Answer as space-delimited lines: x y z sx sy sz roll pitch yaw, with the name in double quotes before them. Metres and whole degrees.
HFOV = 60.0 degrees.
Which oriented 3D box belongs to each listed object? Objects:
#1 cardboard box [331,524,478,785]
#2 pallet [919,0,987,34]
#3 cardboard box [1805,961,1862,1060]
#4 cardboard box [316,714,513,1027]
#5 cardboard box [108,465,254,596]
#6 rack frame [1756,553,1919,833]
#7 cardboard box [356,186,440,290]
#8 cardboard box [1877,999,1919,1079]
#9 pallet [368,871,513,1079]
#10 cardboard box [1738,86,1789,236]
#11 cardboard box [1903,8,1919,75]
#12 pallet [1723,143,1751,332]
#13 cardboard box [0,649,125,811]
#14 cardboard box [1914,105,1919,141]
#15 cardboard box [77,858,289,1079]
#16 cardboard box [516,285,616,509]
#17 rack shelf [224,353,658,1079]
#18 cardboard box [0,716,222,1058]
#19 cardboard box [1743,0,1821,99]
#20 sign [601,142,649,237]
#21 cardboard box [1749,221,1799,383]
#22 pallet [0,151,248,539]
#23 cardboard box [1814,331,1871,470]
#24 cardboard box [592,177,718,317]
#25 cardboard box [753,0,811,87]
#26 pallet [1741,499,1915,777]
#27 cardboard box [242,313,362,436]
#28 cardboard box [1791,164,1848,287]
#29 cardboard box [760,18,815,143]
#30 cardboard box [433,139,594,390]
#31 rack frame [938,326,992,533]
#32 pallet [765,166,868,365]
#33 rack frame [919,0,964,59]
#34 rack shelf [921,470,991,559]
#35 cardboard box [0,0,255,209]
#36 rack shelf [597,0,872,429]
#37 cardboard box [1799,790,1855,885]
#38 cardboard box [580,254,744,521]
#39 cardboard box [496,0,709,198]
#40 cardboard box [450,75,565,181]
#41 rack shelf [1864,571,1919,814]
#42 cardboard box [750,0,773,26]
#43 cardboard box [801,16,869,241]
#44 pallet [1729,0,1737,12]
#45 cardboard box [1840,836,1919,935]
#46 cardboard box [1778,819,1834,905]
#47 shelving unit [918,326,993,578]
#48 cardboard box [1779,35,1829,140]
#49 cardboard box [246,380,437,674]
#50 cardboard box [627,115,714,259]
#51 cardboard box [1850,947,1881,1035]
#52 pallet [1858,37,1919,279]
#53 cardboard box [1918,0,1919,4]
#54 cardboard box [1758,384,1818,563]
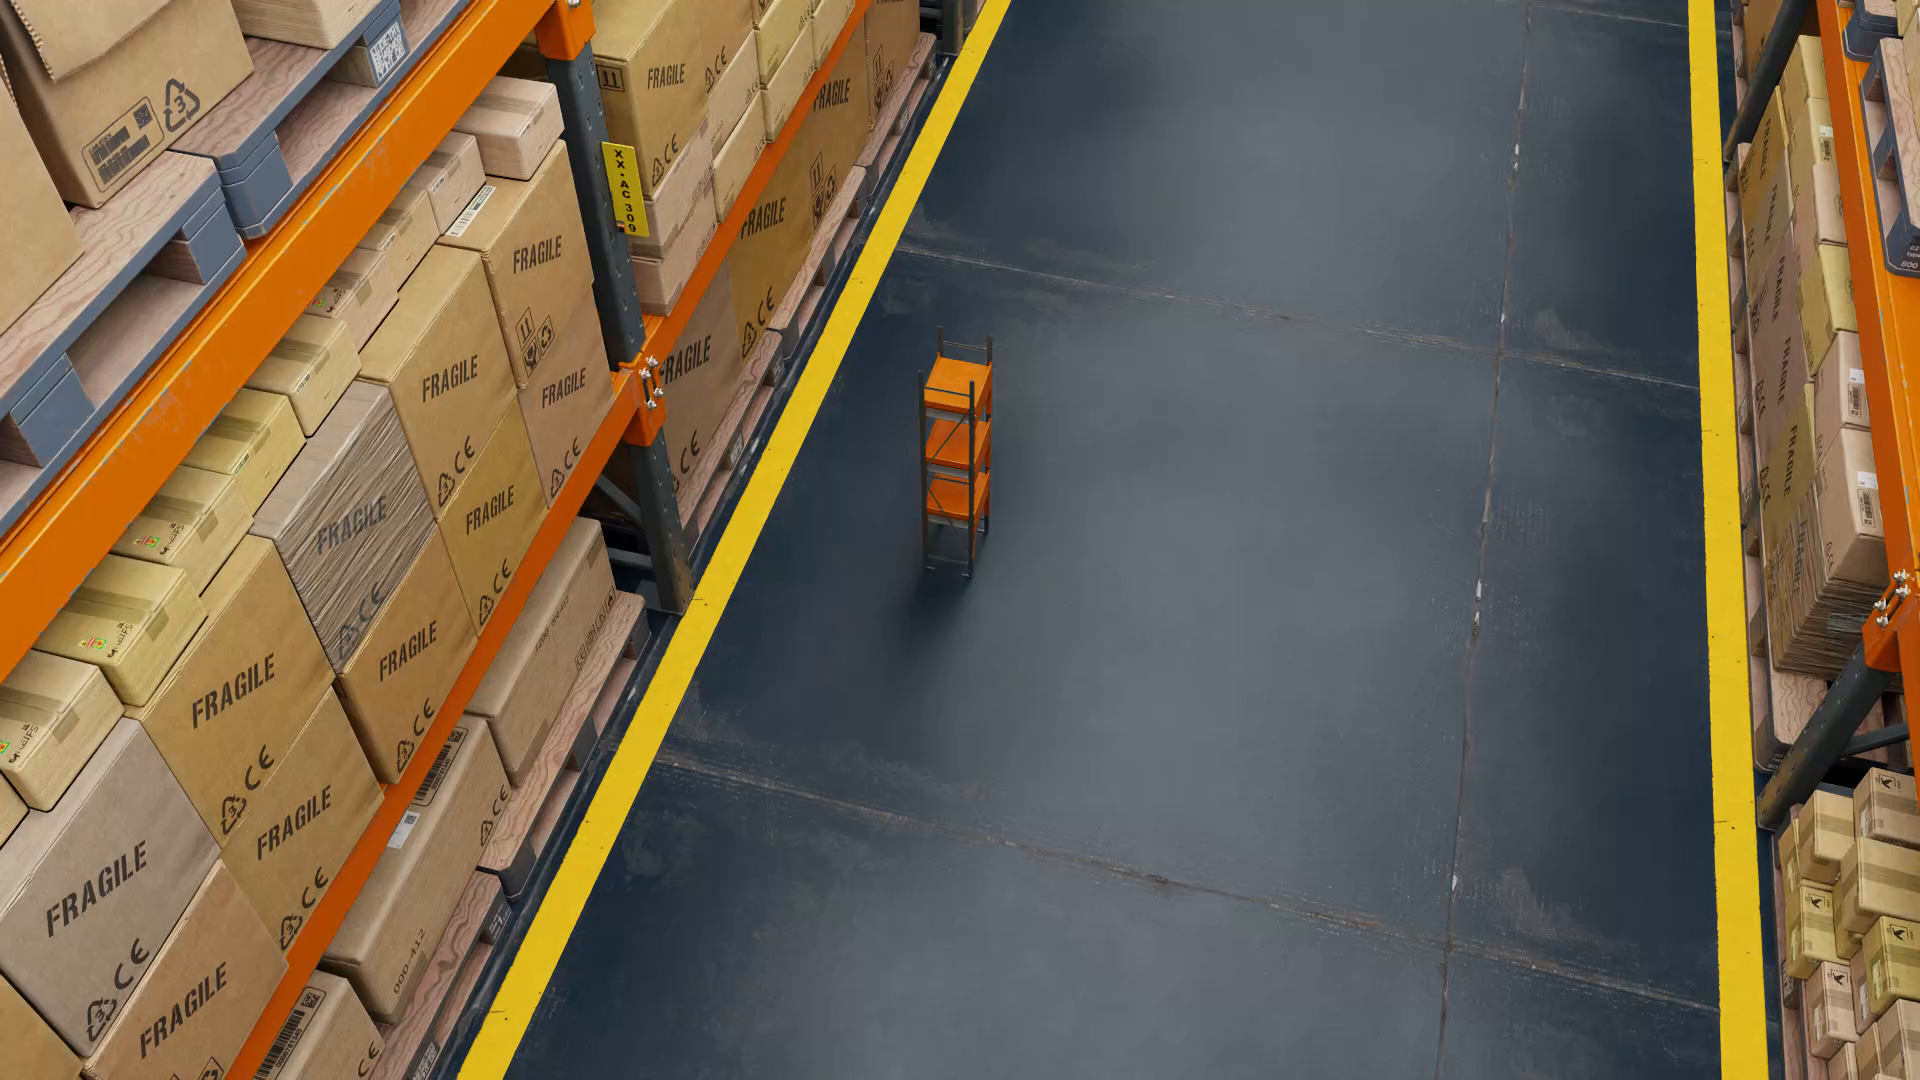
"cardboard box" -1.656 0.256 4.376 0.500 0.500 0.500 11 49 9
"pallet" -0.272 -3.373 9.505 1.003 0.211 1.213 12 50 10
"cardboard box" 2.779 1.454 5.007 0.380 0.149 0.250 11 50 10
"cardboard box" -2.036 0.952 5.256 0.875 0.438 0.875 10 49 9
"cardboard box" -1.753 -0.037 3.535 0.380 0.149 0.250 12 50 10
"rack frame" 3.270 0.067 4.609 1.000 3.000 0.127 12 50 10
"cardboard box" -1.555 -0.782 4.192 0.380 0.149 0.250 12 50 10
"cardboard box" 2.784 1.456 4.608 0.380 0.149 0.250 10 49 9
"pallet" -2.127 1.506 5.199 1.003 0.211 1.213 12 50 10
"cardboard box" 3.891 -1.677 7.535 0.500 0.500 0.500 10 49 8
"cardboard box" 3.732 -1.821 6.163 0.380 0.149 0.250 13 50 11
"pallet" 4.116 -1.339 7.710 1.003 0.211 1.213 12 50 10
"cardboard box" -1.868 0.340 3.202 0.380 0.149 0.250 12 50 10
"cardboard box" 3.594 -1.451 5.837 0.380 0.149 0.250 10 49 9
"cardboard box" -1.924 0.997 3.722 0.500 0.500 0.500 11 50 10
"cardboard box" -1.407 -0.484 5.029 0.500 0.500 0.500 12 50 10
"rack shelf" -2.058 0.848 4.400 1.077 0.370 4.000 12 50 10
"cardboard box" -1.926 0.652 3.359 0.500 0.500 0.500 11 50 10
"cardboard box" 4.570 -2.644 8.222 1.050 0.750 0.750 11 49 10
"sign" -0.996 -1.041 4.957 0.100 0.325 0.005 12 50 10
"cardboard box" 3.631 -0.941 6.885 0.500 0.500 0.500 10 49 9
"pallet" -2.080 -0.331 3.019 1.003 0.211 1.213 12 50 10
"cardboard box" 3.371 -0.451 5.953 0.500 0.250 0.500 14 50 12
"cardboard box" -1.161 -1.054 5.698 0.500 0.250 0.500 11 49 9
"cardboard box" -0.875 -1.958 6.163 0.500 0.250 0.500 12 50 11
"pallet" 3.474 0.426 6.152 1.003 0.211 1.213 12 50 10
"cardboard box" -1.635 -0.408 3.862 0.380 0.149 0.250 11 50 10
"cardboard box" 3.632 -1.213 6.626 0.500 0.250 0.500 12 50 10
"cardboard box" -0.876 -1.796 6.353 0.500 0.250 0.500 11 50 10
"cardboard box" -1.390 -0.805 4.645 0.500 0.500 0.500 11 50 10
"rack frame" 0.018 -0.397 6.319 0.200 1.050 0.008 12 50 10
"pallet" -1.082 -1.373 7.739 1.003 0.211 1.213 12 50 10
"rack frame" -0.479 -3.730 7.961 1.000 3.000 0.127 12 50 10
"rack shelf" -0.014 -0.118 6.457 0.215 0.259 0.240 12 50 10
"cardboard box" -1.856 -1.054 3.182 0.797 0.503 0.637 15 50 13
"rack shelf" -1.005 -2.046 6.953 1.077 0.370 4.000 12 50 10
"cardboard box" 2.866 0.972 5.234 0.380 0.149 0.250 14 50 12
"cardboard box" -1.446 -0.737 6.456 0.875 0.875 0.875 13 50 11
"cardboard box" -1.139 -1.463 5.225 0.500 0.500 0.500 12 50 10
"cardboard box" -1.306 -1.130 4.499 0.380 0.149 0.250 11 49 9
"rack shelf" 2.744 1.751 3.602 1.077 0.370 4.000 12 50 10
"cardboard box" -0.897 -2.198 5.875 0.500 0.500 0.500 10 49 9
"cardboard box" -0.980 -2.039 7.605 0.875 0.875 0.875 12 50 10
"pallet" 4.926 -3.339 9.475 1.003 0.211 1.213 12 50 10
"cardboard box" 2.850 1.070 4.948 0.380 0.149 0.250 14 50 12
"cardboard box" 2.865 1.071 5.344 0.380 0.149 0.250 10 49 8
"shelving unit" -0.014 -0.309 6.241 0.215 1.050 0.252 12 50 10
"cardboard box" 3.908 -1.936 7.263 0.500 0.250 0.500 10 49 8
"cardboard box" -1.656 -0.070 3.996 0.500 0.500 0.500 12 50 11
"cardboard box" -1.144 -1.215 5.508 0.500 0.250 0.500 10 49 9
"cardboard box" 2.857 1.356 4.895 0.380 0.149 0.250 11 50 10
"pallet" 3.842 -1.323 5.964 1.003 0.211 1.213 12 50 10
"cardboard box" 3.800 -2.098 6.209 0.380 0.149 0.250 12 50 10
"cardboard box" 3.357 -0.201 6.233 0.500 0.500 0.500 11 49 9
